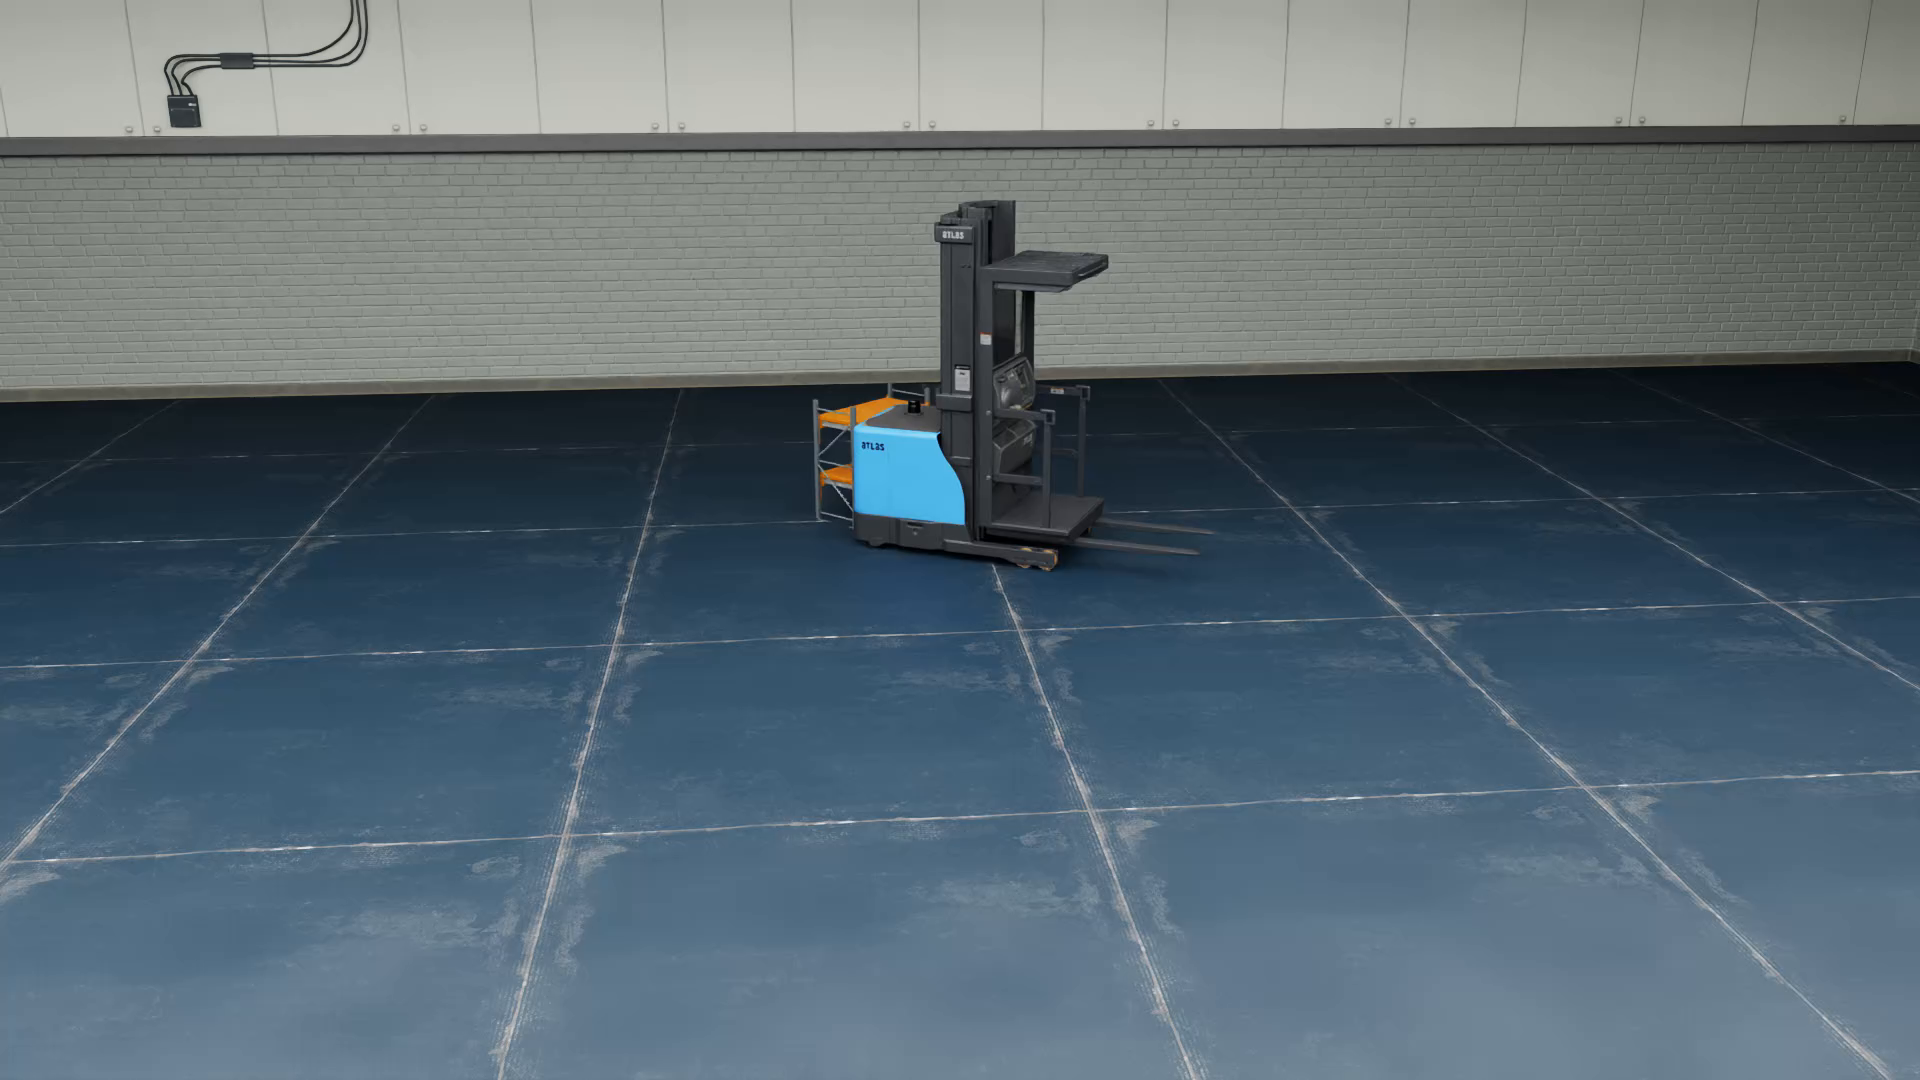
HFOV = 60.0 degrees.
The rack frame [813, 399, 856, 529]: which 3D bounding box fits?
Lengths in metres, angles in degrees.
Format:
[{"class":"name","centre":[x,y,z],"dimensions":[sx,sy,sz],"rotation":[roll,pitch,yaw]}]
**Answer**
[{"class":"rack frame","centre":[-1.118,-0.679,14.963],"dimensions":[0.500,1.125,0.032],"rotation":[14,22,37]}]

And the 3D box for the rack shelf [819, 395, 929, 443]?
[{"class":"rack shelf","centre":[-0.799,-1.077,15.253],"dimensions":[0.538,0.278,1.000],"rotation":[14,22,37]}]

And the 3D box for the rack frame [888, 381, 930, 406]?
[{"class":"rack frame","centre":[-0.480,-0.916,15.718],"dimensions":[0.500,1.125,0.032],"rotation":[14,22,37]}]

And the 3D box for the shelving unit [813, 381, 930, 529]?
[{"class":"shelving unit","centre":[-0.799,-0.798,15.341],"dimensions":[0.538,1.125,1.048],"rotation":[14,22,37]}]

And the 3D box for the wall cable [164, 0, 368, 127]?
[{"class":"wall cable","centre":[-7.940,-7.665,18.390],"dimensions":[2.305,6.003,0.169],"rotation":[-2,18,-6]}]

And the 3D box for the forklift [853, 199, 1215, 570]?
[{"class":"forklift","centre":[0.643,-1.325,14.003],"dimensions":[3.031,2.935,1.130],"rotation":[7,19,20]}]

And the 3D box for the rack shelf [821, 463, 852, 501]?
[{"class":"rack shelf","centre":[-0.799,-0.565,15.414],"dimensions":[0.538,0.278,1.000],"rotation":[14,22,37]}]
